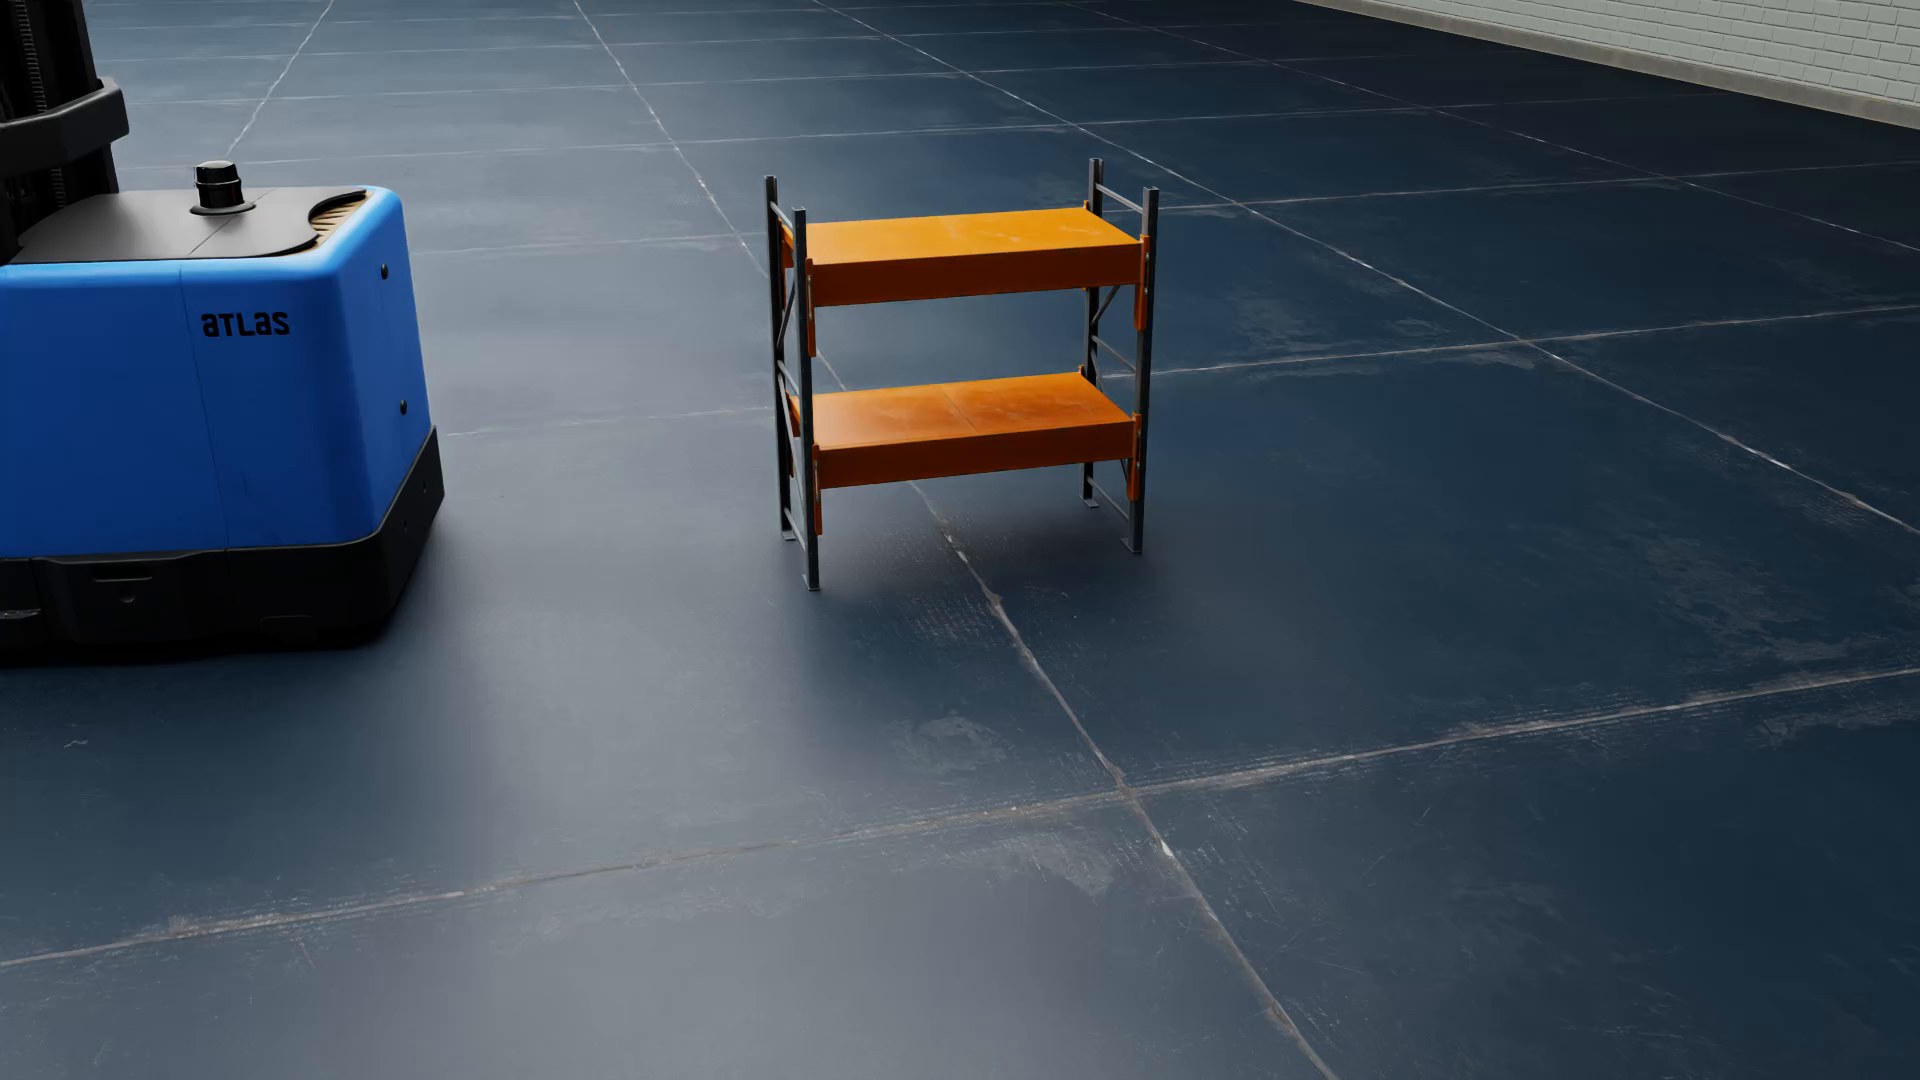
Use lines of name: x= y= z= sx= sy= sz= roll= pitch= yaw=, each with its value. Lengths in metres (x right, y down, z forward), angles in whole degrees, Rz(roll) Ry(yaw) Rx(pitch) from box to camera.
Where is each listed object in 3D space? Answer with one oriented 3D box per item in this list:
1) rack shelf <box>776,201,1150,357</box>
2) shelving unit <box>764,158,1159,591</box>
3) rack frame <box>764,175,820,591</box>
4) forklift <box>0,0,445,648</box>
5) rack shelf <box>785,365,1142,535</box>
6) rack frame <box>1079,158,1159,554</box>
rack shelf: x=-0.007 y=-0.785 z=4.911 sx=1.000 sy=0.278 sz=0.538 roll=-6 pitch=24 yaw=-14
shelving unit: x=-0.007 y=-0.516 z=5.027 sx=1.048 sy=1.125 sz=0.538 roll=-6 pitch=24 yaw=-14
rack frame: x=-0.496 y=-0.462 z=4.900 sx=0.032 sy=1.125 sz=0.500 roll=-6 pitch=24 yaw=-14
forklift: x=-3.130 y=-1.188 z=4.302 sx=3.031 sy=2.935 sz=1.130 roll=-3 pitch=23 yaw=-6
rack shelf: x=-0.007 y=-0.292 z=5.123 sx=1.000 sy=0.278 sz=0.538 roll=-6 pitch=24 yaw=-14
rack frame: x=0.483 y=-0.570 z=5.153 sx=0.032 sy=1.125 sz=0.500 roll=-6 pitch=24 yaw=-14
